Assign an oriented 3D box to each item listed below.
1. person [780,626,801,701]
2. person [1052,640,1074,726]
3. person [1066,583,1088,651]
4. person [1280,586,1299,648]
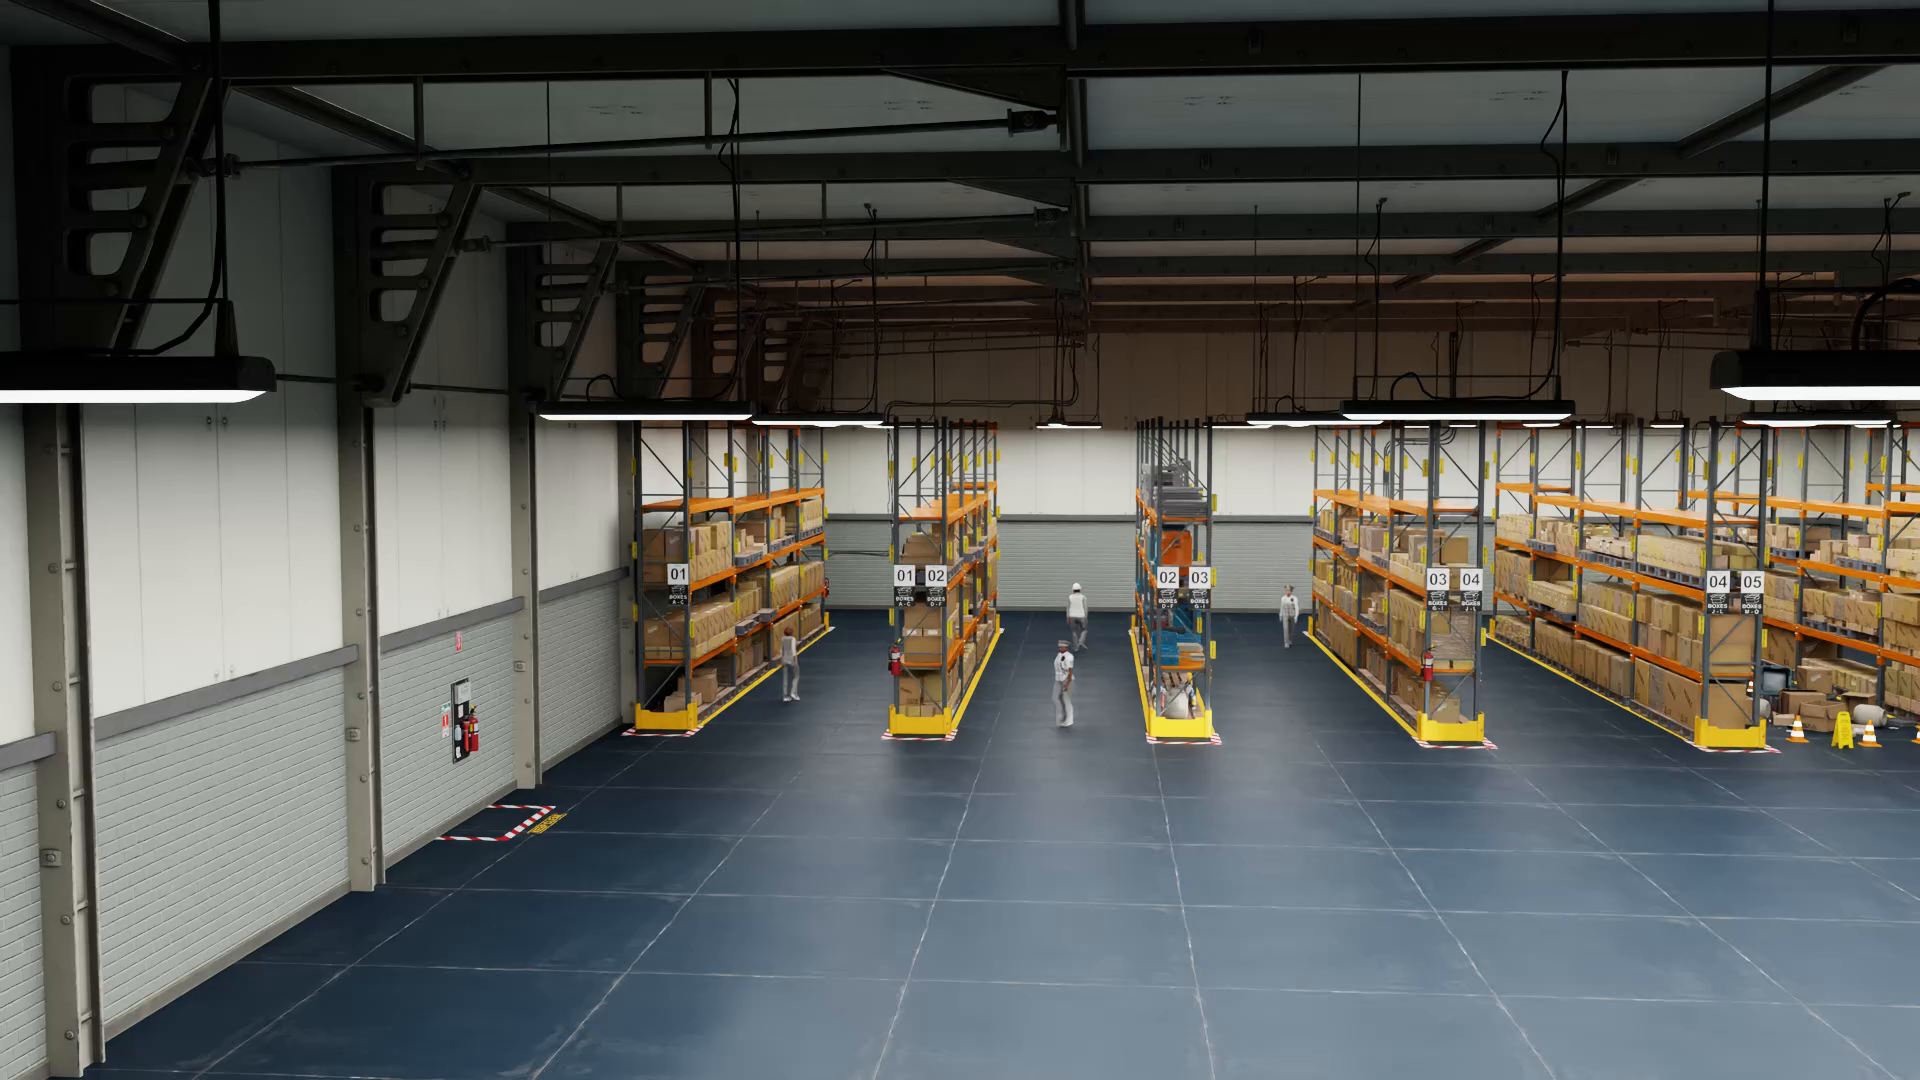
[{"bbox_3d":[-3.651,2.638,35.284,0.432,1.595,0.513,1,4,16],"label":"person"},{"bbox_3d":[2.017,2.813,32.294,0.369,1.770,0.513,-2,4,-34],"label":"person"},{"bbox_3d":[3.054,2.013,43.335,0.567,1.773,0.494,1,4,9],"label":"person"},{"bbox_3d":[8.747,2.010,44.078,0.476,1.620,1.041,0,4,7],"label":"person"}]
